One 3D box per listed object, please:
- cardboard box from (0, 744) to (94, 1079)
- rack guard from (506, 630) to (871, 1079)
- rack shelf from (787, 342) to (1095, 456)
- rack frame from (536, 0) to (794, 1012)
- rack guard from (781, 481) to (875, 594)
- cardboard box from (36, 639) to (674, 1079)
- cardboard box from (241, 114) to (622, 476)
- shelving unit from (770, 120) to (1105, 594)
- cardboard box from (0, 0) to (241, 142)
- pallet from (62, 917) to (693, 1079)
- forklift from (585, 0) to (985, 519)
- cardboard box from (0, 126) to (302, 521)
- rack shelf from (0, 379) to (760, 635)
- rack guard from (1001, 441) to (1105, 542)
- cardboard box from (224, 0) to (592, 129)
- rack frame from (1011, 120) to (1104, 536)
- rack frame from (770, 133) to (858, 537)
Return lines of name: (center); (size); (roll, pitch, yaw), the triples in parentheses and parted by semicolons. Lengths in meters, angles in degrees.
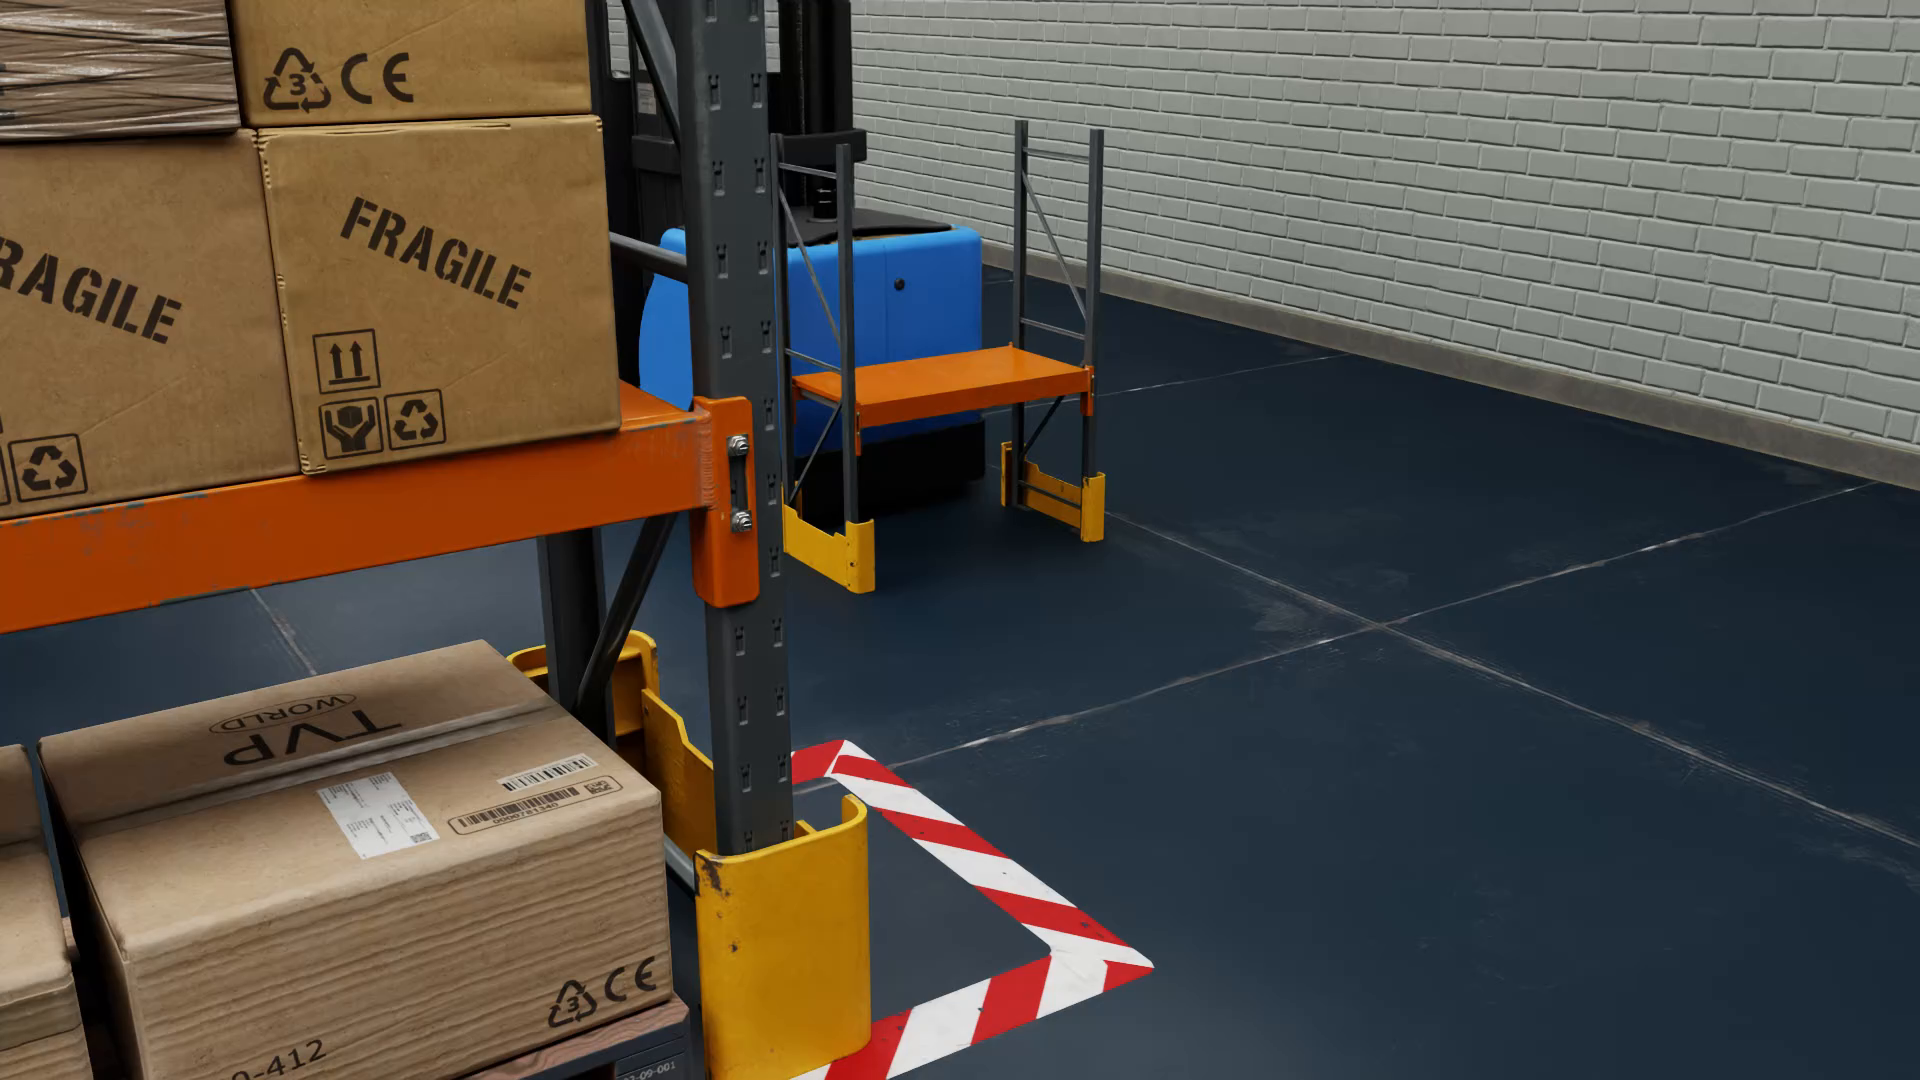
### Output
cardboard box: (-1.892, 0.774, 2.615); (0.875, 0.438, 0.875); (-11, 22, -30)
rack guard: (-0.616, 0.633, 3.592); (0.348, 0.500, 1.175); (-12, 22, -31)
rack shelf: (-0.071, -0.525, 6.018); (1.000, 0.185, 0.538); (-12, 22, -31)
rack frame: (-0.636, -0.547, 3.179); (0.127, 3.000, 1.000); (-12, 22, -31)
rack guard: (-0.480, -0.017, 5.906); (0.087, 0.250, 0.587); (-12, 22, -31)
cardboard box: (-1.133, 0.611, 3.099); (0.875, 0.438, 0.875); (-13, 23, -33)
cardboard box: (-0.894, -0.438, 2.702); (0.500, 0.500, 0.500); (-12, 22, -31)
shelving unit: (-0.064, -0.697, 5.965); (1.083, 1.500, 0.587); (-12, 22, -31)
cardboard box: (-1.329, -0.819, 2.268); (0.500, 0.500, 0.500); (-12, 22, -31)
pallet: (-1.261, 0.936, 3.147); (1.213, 0.211, 1.003); (-12, 22, -31)
forklift: (-1.200, -1.863, 7.178); (1.130, 2.935, 3.031); (-14, 23, -36)
cardboard box: (-1.321, -0.354, 2.453); (0.500, 0.500, 0.500); (-12, 22, -33)
rack shelf: (-2.307, 0.146, 2.252); (4.000, 0.370, 1.077); (-12, 22, -31)
rack guard: (0.352, -0.193, 6.425); (0.087, 0.250, 0.587); (-12, 22, -31)
cardboard box: (-0.908, -0.919, 2.563); (0.500, 0.500, 0.500); (-11, 22, -30)
rack frame: (0.353, -0.785, 6.225); (0.032, 1.500, 0.500); (-12, 22, -31)
rack frame: (-0.496, -0.606, 5.695); (0.032, 1.500, 0.500); (-12, 22, -31)
